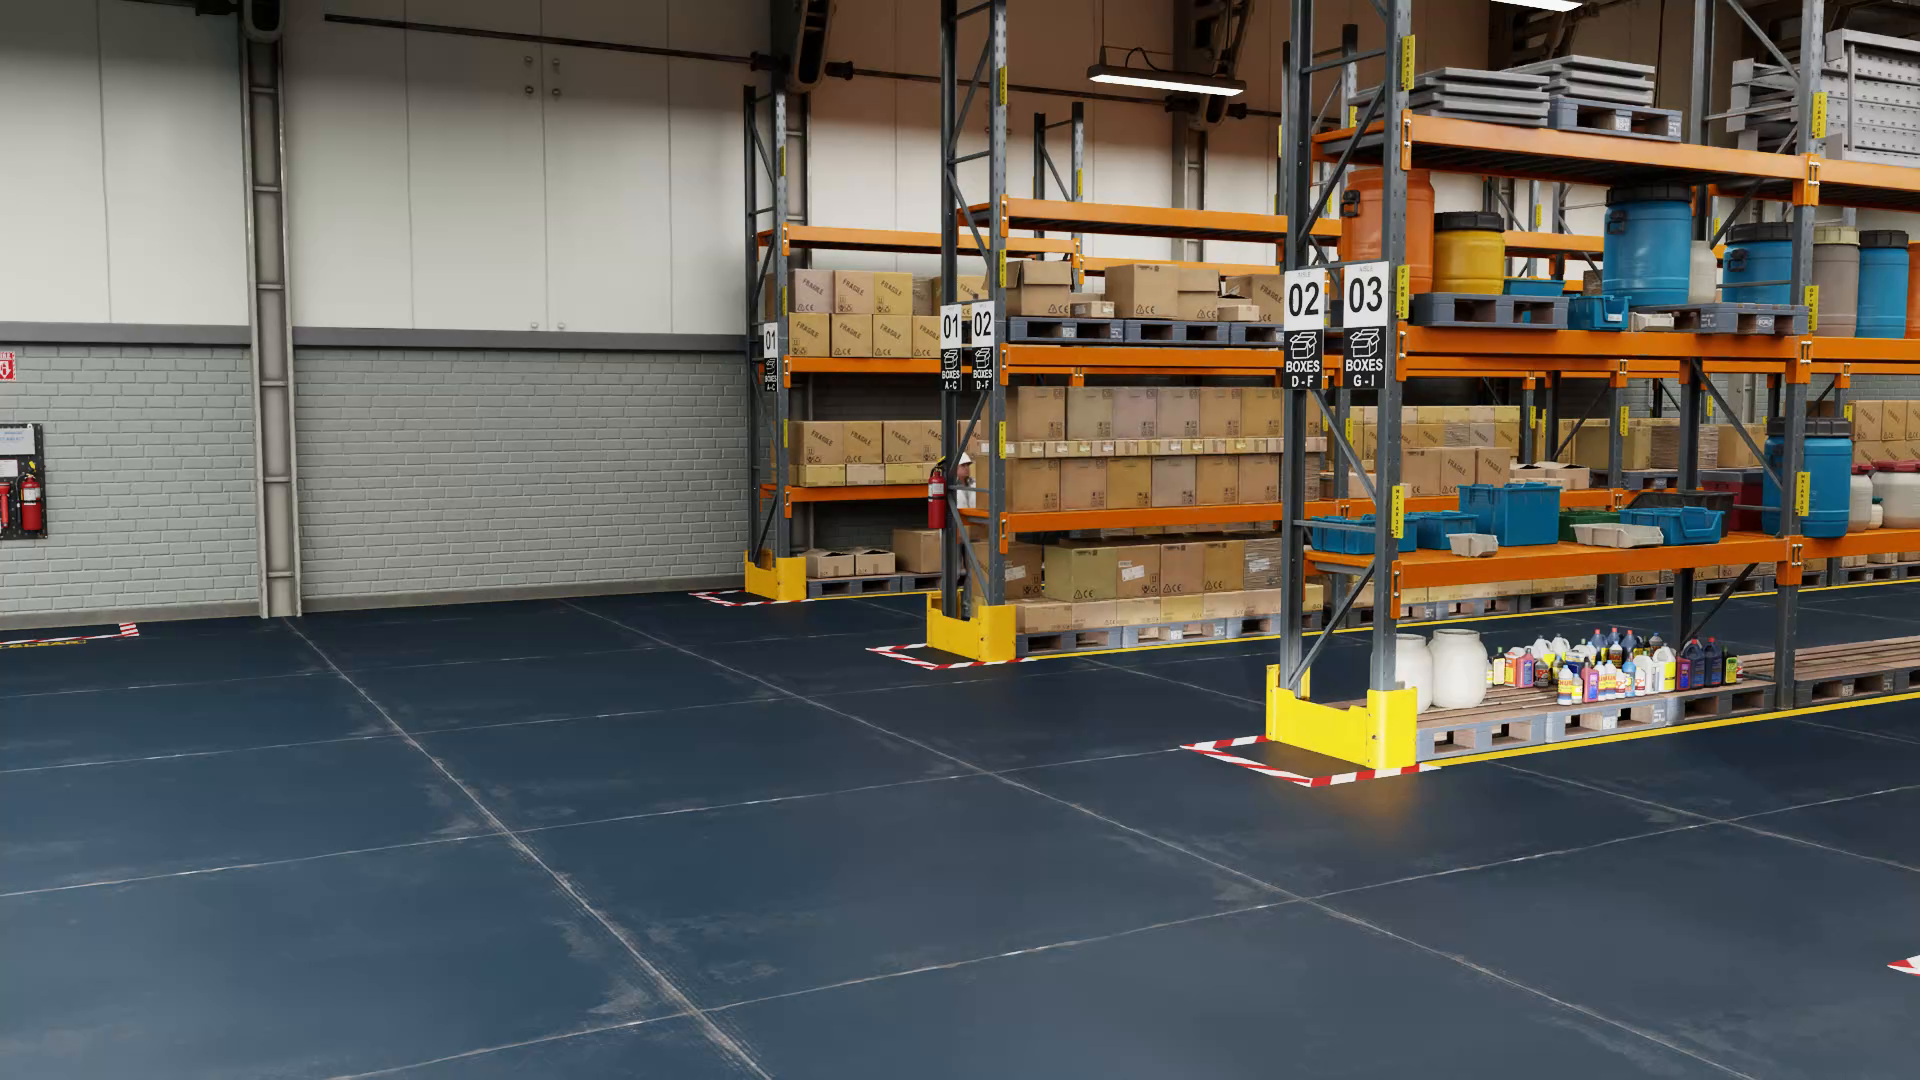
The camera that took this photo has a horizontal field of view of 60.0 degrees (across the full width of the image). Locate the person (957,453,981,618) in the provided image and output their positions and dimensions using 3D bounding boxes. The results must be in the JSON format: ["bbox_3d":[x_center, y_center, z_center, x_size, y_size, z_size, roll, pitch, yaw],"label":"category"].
[{"bbox_3d":[0.074,-0.035,17.546,0.494,1.762,0.553,-3,6,-28],"label":"person"}]
